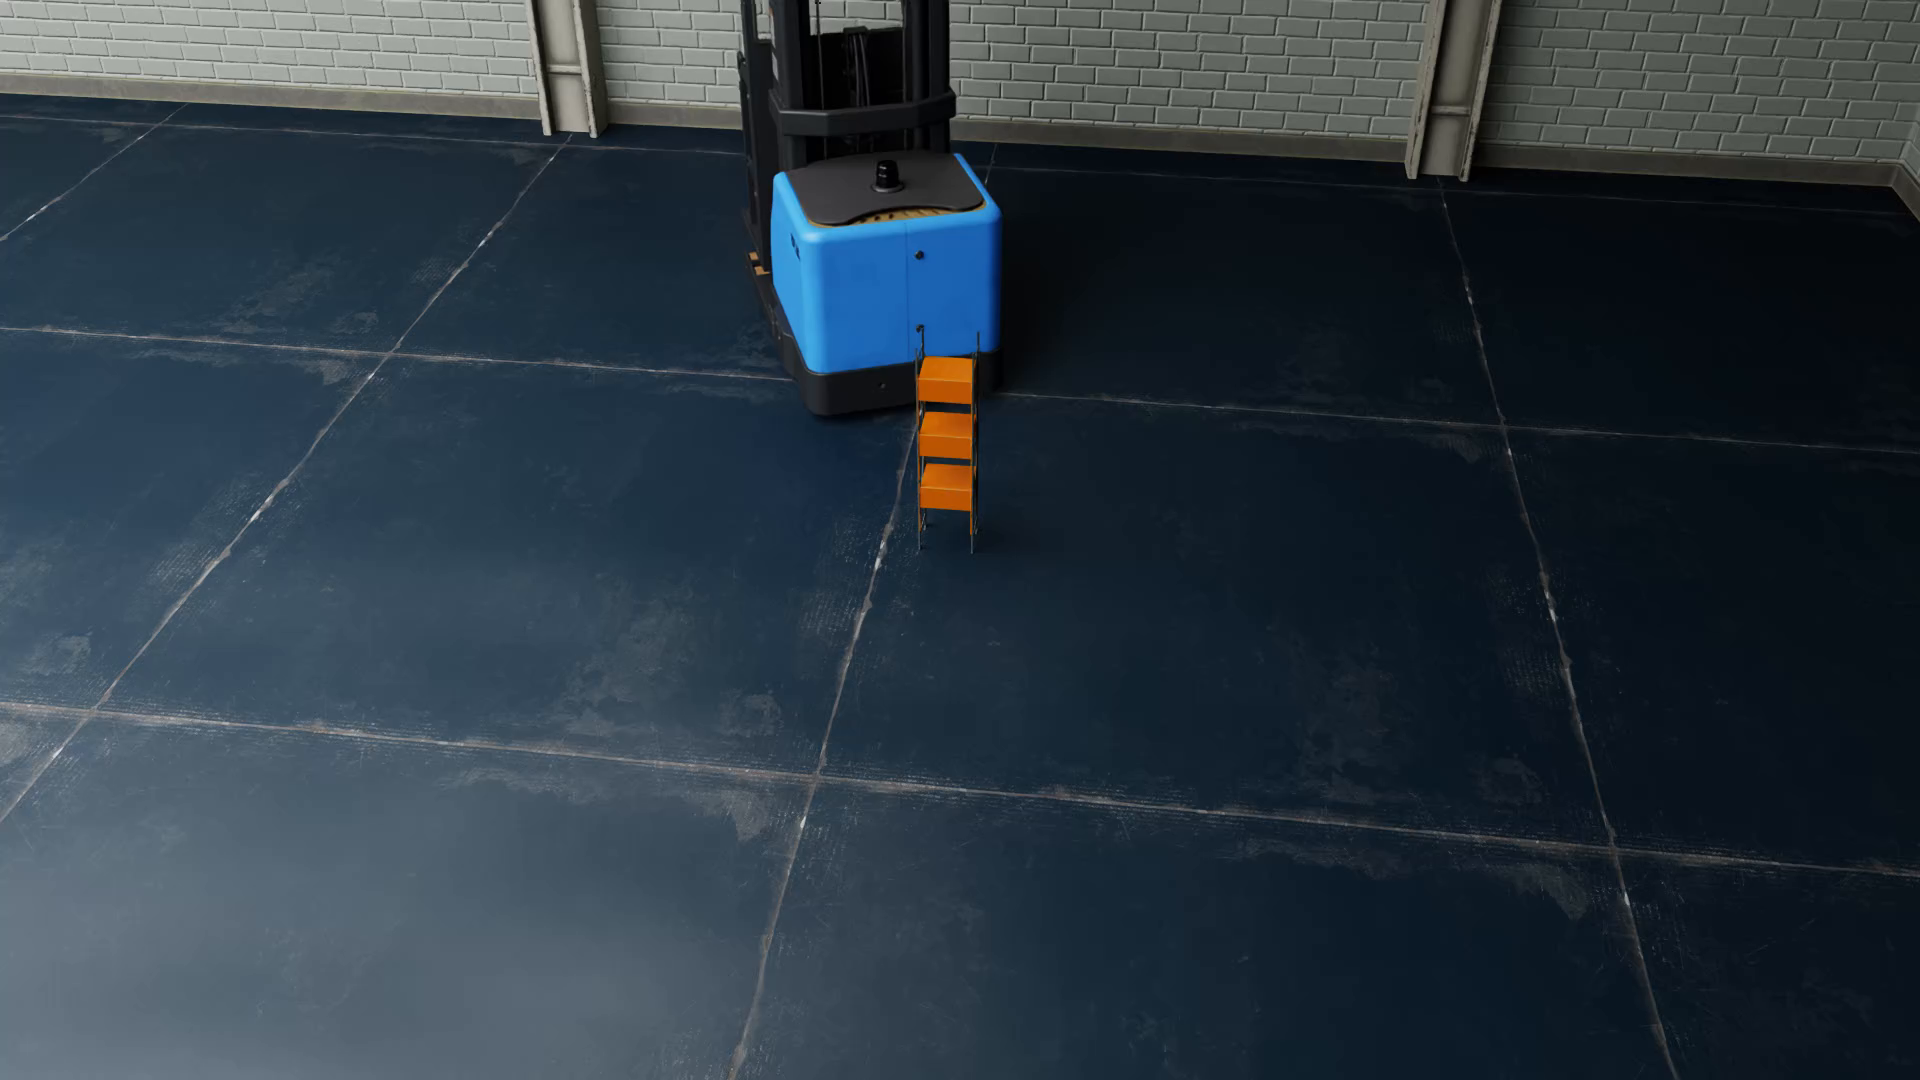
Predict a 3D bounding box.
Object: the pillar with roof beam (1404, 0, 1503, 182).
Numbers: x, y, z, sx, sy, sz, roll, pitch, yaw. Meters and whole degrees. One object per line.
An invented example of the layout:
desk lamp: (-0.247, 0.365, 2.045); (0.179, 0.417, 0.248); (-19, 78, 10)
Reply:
pillar with roof beam: (2.672, -3.679, 5.159); (0.400, 9.000, 9.100); (4, 36, 6)

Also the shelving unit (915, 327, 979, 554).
shelving unit: (-0.053, -0.431, 7.451); (0.252, 1.050, 0.215); (4, 36, 6)

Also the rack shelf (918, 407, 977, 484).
rack shelf: (-0.053, -0.423, 7.457); (0.240, 0.259, 0.215); (4, 36, 6)

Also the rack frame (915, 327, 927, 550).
rack frame: (-0.174, -0.440, 7.463); (0.008, 1.050, 0.200); (4, 36, 6)

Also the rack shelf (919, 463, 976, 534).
rack shelf: (-0.053, -0.196, 7.618); (0.240, 0.259, 0.215); (4, 36, 6)

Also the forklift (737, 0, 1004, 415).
forklift: (-0.659, -2.687, 8.992); (1.130, 2.935, 3.031); (-9, 37, -13)

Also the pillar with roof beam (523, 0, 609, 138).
pillar with roof beam: (-3.280, -4.123, 5.781); (0.400, 9.000, 9.100); (4, 36, 6)

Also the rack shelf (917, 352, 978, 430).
rack shelf: (-0.053, -0.654, 7.292); (0.240, 0.259, 0.215); (4, 36, 6)

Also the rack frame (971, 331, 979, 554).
rack frame: (0.068, -0.422, 7.438); (0.008, 1.050, 0.200); (4, 36, 6)
